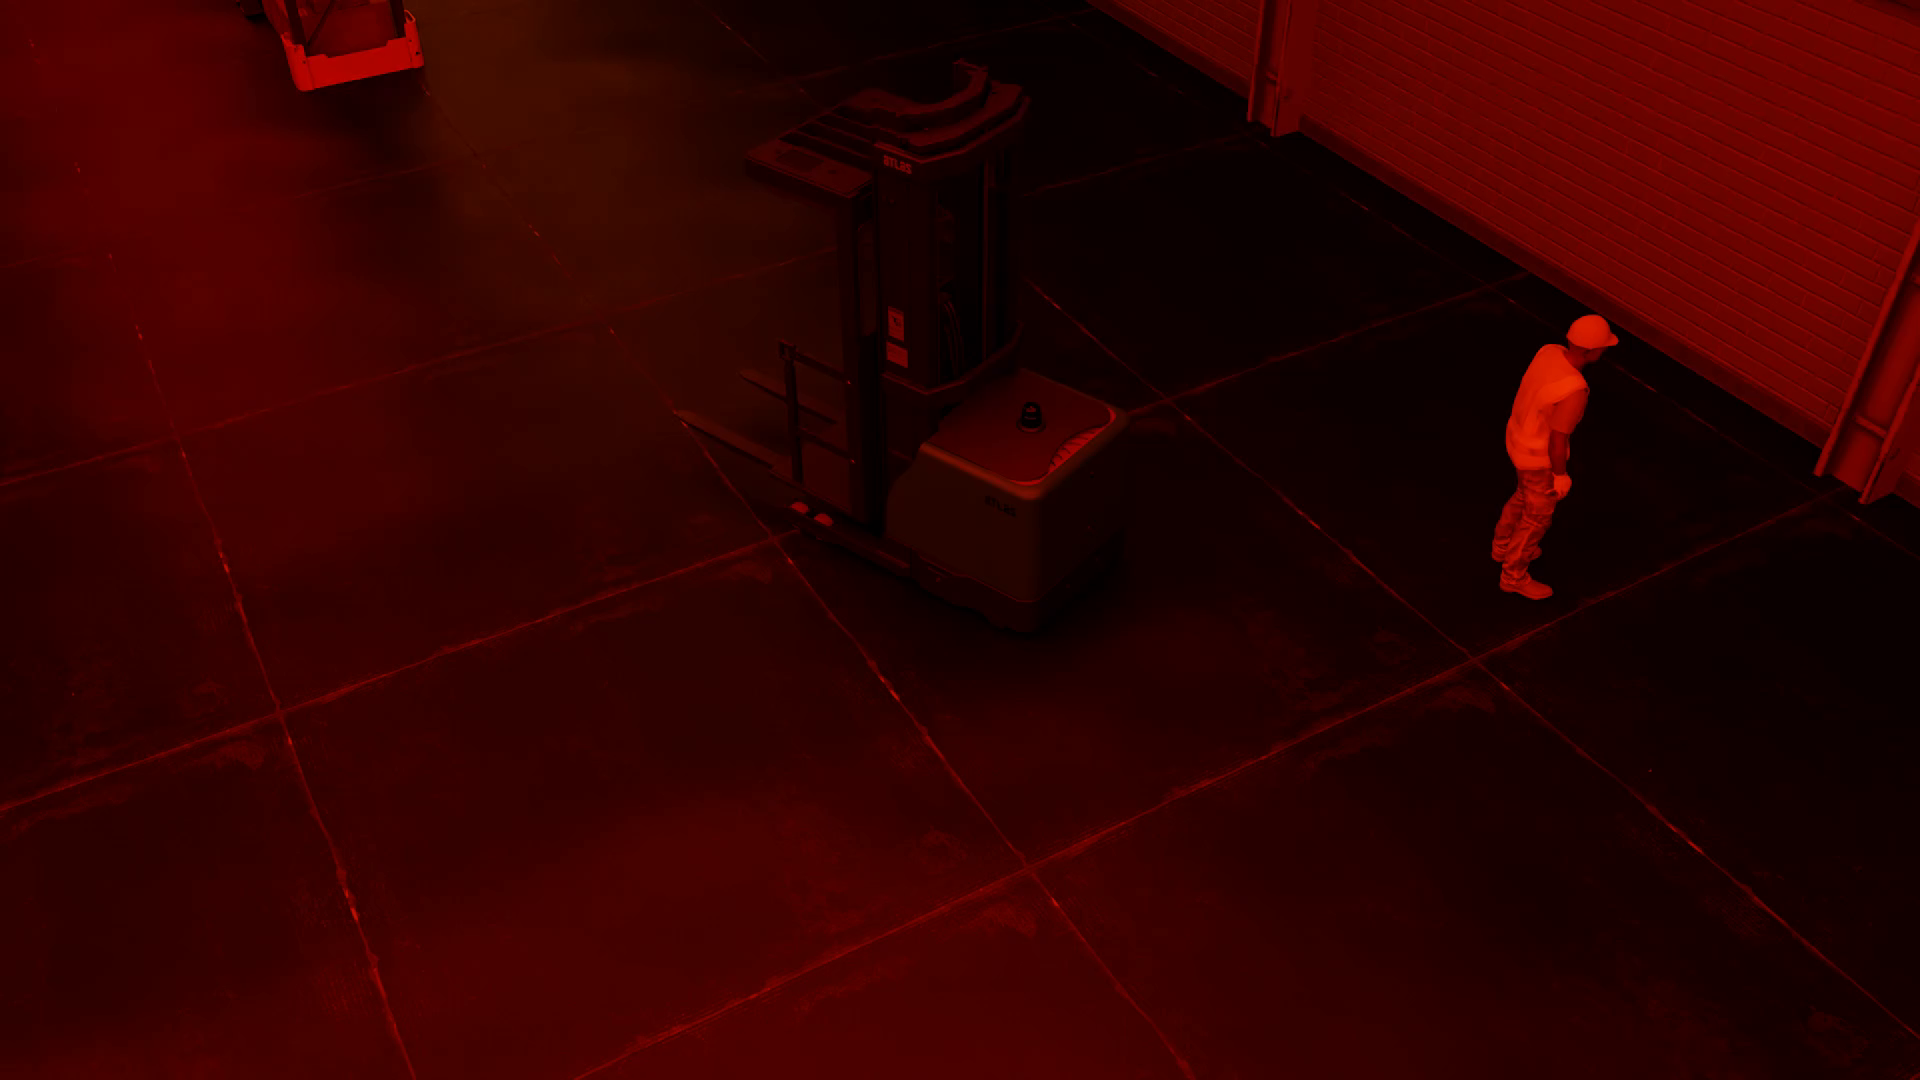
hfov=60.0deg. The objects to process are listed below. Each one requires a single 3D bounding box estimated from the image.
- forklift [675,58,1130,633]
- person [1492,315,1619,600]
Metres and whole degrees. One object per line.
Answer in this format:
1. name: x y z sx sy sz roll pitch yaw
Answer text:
1. forklift: -0.481 -1.366 9.683 3.031 2.935 1.130 26 46 28
2. person: 3.370 -0.508 9.559 0.452 1.773 0.625 2 40 2
